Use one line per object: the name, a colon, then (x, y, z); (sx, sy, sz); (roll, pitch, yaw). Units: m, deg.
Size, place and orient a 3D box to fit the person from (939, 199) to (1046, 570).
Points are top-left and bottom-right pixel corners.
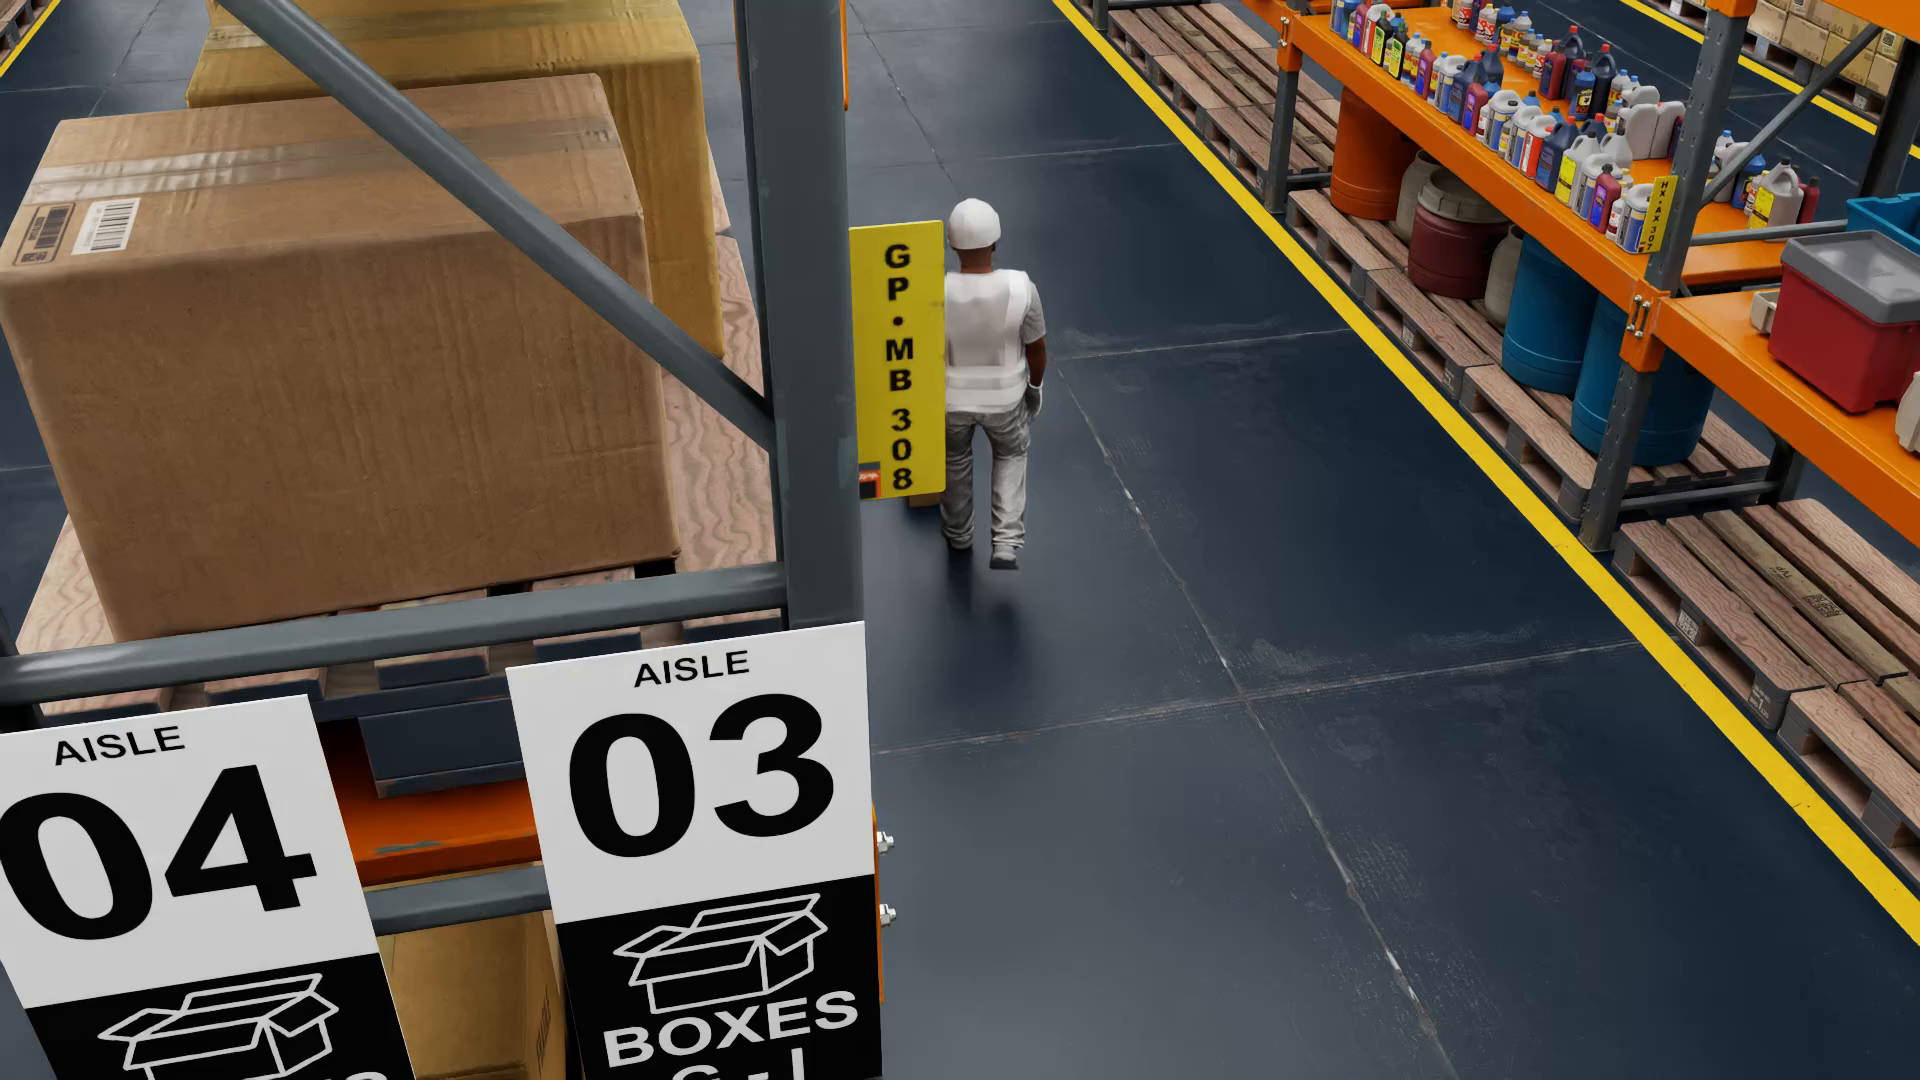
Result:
person: (0.064, -0.644, 7.065); (0.591, 1.771, 0.740); (0, 34, 0)
